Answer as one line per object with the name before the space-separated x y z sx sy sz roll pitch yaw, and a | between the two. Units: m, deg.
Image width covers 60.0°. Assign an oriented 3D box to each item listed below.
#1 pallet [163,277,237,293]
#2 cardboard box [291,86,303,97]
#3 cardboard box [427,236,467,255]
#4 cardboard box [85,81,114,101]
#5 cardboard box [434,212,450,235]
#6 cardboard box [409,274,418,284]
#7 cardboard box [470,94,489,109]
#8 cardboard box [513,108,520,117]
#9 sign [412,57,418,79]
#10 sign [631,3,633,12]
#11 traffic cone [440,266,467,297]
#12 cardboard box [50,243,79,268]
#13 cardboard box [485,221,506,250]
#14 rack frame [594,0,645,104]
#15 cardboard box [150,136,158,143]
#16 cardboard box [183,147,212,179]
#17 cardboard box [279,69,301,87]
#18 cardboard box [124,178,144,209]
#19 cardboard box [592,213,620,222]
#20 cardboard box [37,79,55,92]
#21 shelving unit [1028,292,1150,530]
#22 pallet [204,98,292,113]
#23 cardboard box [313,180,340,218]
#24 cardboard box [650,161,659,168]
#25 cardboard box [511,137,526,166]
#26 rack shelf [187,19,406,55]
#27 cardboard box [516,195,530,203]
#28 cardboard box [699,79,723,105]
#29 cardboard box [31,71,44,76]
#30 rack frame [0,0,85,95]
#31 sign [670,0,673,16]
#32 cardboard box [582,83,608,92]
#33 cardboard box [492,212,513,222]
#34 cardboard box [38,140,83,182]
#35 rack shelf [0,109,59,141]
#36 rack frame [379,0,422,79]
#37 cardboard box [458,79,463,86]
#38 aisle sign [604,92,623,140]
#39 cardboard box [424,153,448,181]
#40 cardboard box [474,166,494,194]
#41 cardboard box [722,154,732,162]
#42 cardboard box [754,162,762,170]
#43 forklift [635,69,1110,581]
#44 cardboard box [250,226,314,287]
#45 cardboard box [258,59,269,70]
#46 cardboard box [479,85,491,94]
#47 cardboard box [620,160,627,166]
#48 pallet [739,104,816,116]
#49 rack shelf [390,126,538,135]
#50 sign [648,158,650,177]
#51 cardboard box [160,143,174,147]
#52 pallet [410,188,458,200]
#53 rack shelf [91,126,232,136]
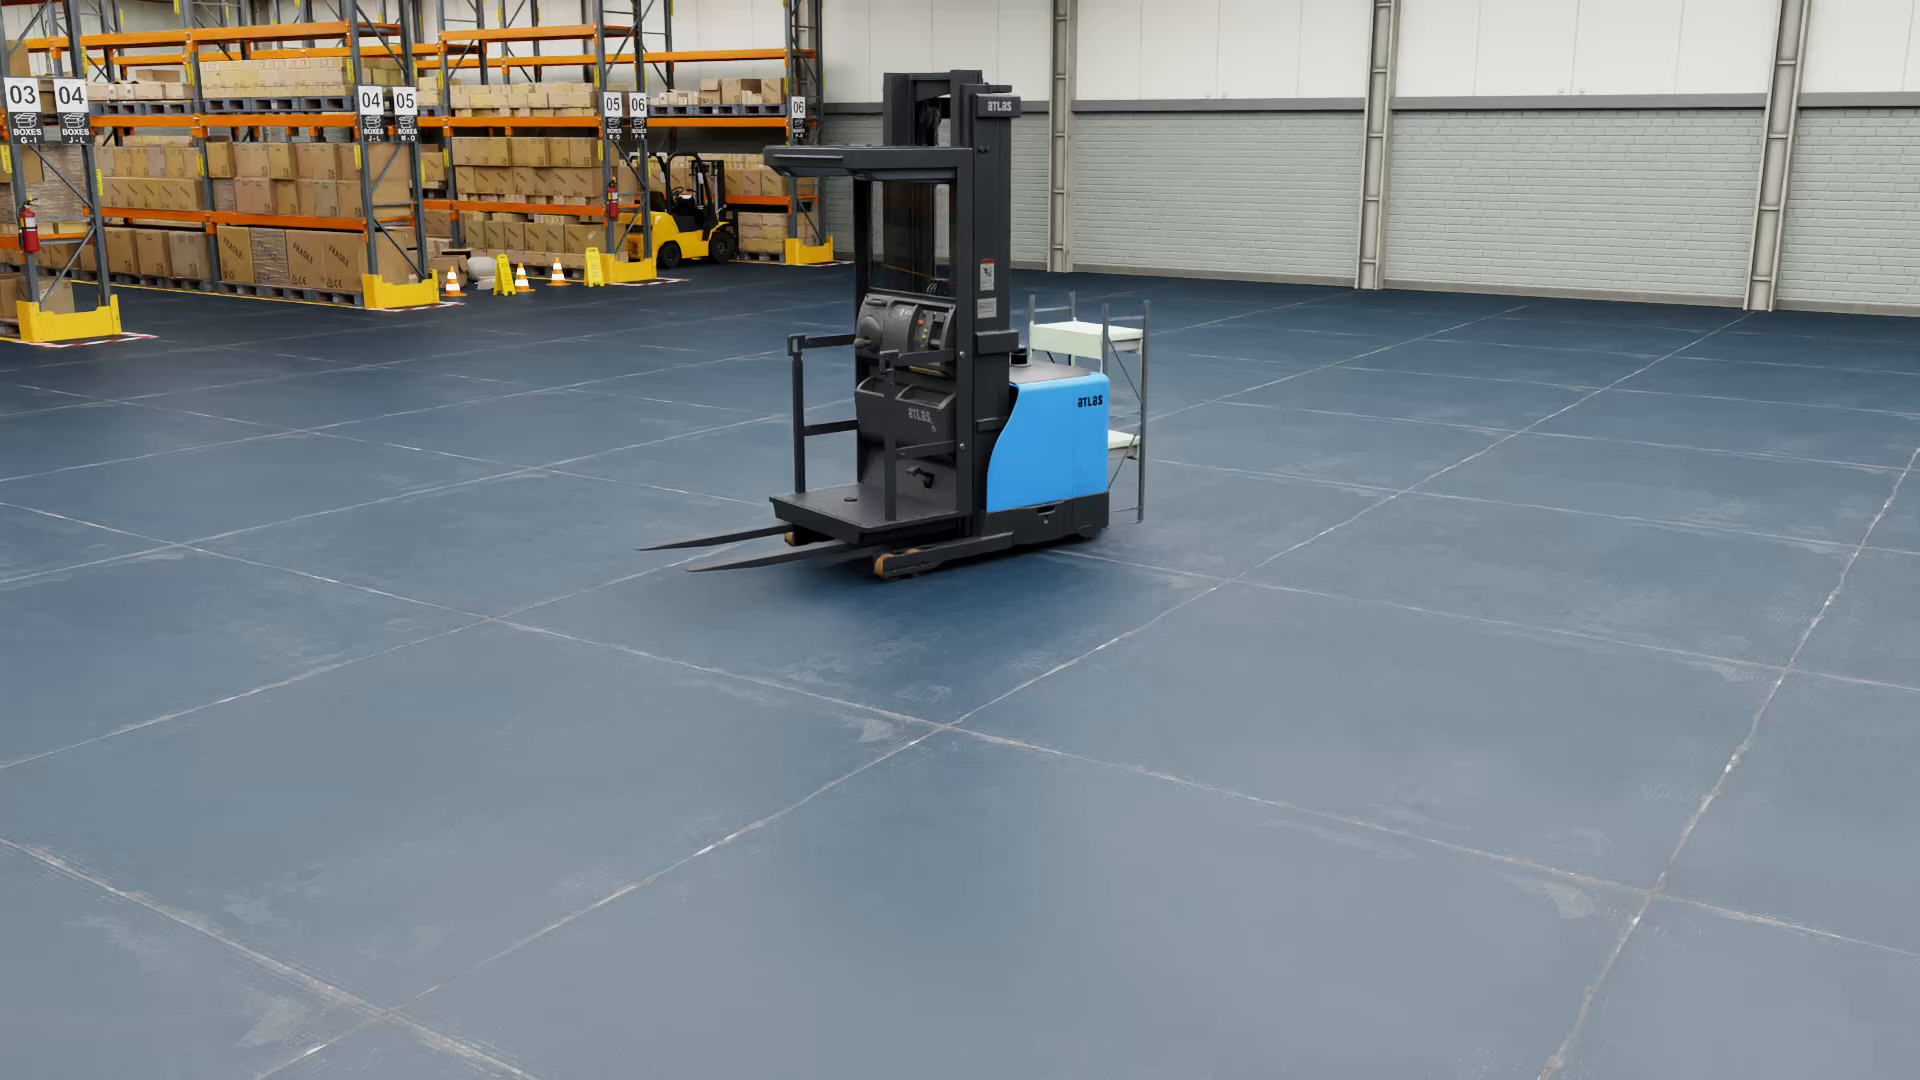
pallet | -12.474 -4.293 27.728 1.213 0.211 1.003 9 17 33
cardboard box | -9.782 -6.722 24.935 0.250 0.149 0.380 9 16 32
cardboard box | -9.549 -5.557 31.625 0.625 0.372 0.950 9 17 34
cardboard box | -14.632 -7.619 28.221 0.500 0.311 0.500 9 17 33
cardboard box | -11.849 -7.366 38.664 0.500 0.500 0.500 9 16 31
cardboard box | -9.337 -4.368 27.917 0.258 0.266 0.396 13 19 42
cardboard box | -8.467 -7.906 29.969 0.500 0.250 0.500 9 17 32
cardboard box | -7.709 -7.595 29.543 0.250 0.149 0.380 9 17 33
sign | -8.157 -7.051 24.838 0.005 0.325 0.100 9 17 33
sign | -6.638 -10.844 33.791 0.005 0.325 0.100 9 17 33
traffic cone | -8.120 -4.145 26.605 0.334 0.463 0.336 9 17 33
cardboard box | -15.802 -5.122 29.599 0.500 0.500 0.500 9 17 33
cardboard box | -8.323 -5.590 30.450 0.500 0.500 0.500 10 17 35
rack frame | -5.793 -8.935 28.190 0.127 3.000 1.000 9 17 33
cardboard box | -17.209 -8.643 35.855 0.250 0.149 0.380 9 16 32
cardboard box | -12.207 -6.158 27.168 0.500 0.500 0.700 9 16 32
cardboard box | -9.865 -6.947 25.012 0.500 0.250 0.500 9 17 32
cardboard box | -13.635 -5.827 27.912 0.500 0.500 0.500 9 17 32
cardboard box | -7.424 -6.774 36.013 0.625 0.625 0.875 9 17 32
cardboard box | -11.424 -5.707 20.873 0.250 0.149 0.380 9 17 32
shelving unit | 0.859 -0.892 11.307 0.431 1.500 0.755 -11 18 -37
pallet | -11.118 -6.860 26.234 1.213 0.211 1.003 9 17 33
cardboard box | -9.274 -5.205 25.296 0.550 0.550 0.875 9 17 33
cardboard box | -6.228 -7.818 34.603 0.250 0.149 0.380 9 16 32
cardboard box | -7.572 -6.938 29.699 0.500 0.500 0.700 9 17 32
rack shelf | -10.132 -7.659 25.366 4.000 0.370 1.077 9 17 33
cardboard box | -7.749 -6.129 29.864 0.250 0.149 0.380 9 17 33
cardboard box | -4.788 -9.026 33.502 0.637 0.503 0.797 10 17 35
cardboard box | -16.025 -8.039 29.014 0.258 0.266 0.396 9 17 33
rack frame | -11.324 -6.959 20.208 0.127 3.000 1.000 9 17 33
sign | -6.015 -11.099 34.659 0.005 0.325 0.100 9 17 33
cardboard box | -6.239 -7.730 28.430 0.250 0.149 0.380 9 17 33
cardboard box | -8.276 -5.877 30.259 0.250 0.149 0.380 10 17 35
cardboard box | -11.628 -4.853 21.278 0.500 0.500 0.500 9 17 33
rack shelf | -12.984 -5.422 21.738 4.000 0.370 1.077 9 17 33
rack frame | -12.984 -11.534 38.691 0.127 3.000 1.000 9 17 33
cardboard box | -9.793 -8.612 31.526 0.500 0.250 0.500 9 16 32
aisle sign | -5.904 -7.218 28.331 0.004 0.787 0.394 9 17 33
cardboard box | -9.624 -6.972 31.045 0.500 0.500 0.500 9 16 32
cardboard box | -8.473 -6.575 30.314 0.500 0.500 0.500 9 17 33
cardboard box | -4.556 -7.678 33.420 0.250 0.149 0.380 10 17 34
cardboard box | -3.880 -7.442 33.087 0.250 0.149 0.380 10 17 34
forklift | -0.501 -1.321 10.058 3.031 2.935 1.130 -11 17 -36
cardboard box | -10.558 -4.513 26.358 0.875 0.875 0.875 9 17 33
cardboard box | -10.416 -7.212 25.252 0.250 0.149 0.380 9 17 33
cardboard box | -8.384 -8.066 29.786 0.250 0.149 0.380 9 17 32
cardboard box | -6.977 -7.945 35.119 0.250 0.149 0.380 9 16 32
pallet | -3.598 -8.526 32.965 1.213 0.211 1.003 9 17 33
rack shelf | -11.324 -9.461 38.054 4.000 0.370 1.077 9 17 33
sign | -5.491 -6.551 29.244 0.005 0.325 0.100 9 17 33
cardboard box | -16.713 -8.244 35.594 0.500 0.500 0.500 9 16 32
pallet | -9.665 -6.598 31.632 1.213 0.211 1.003 9 17 33
rack shelf | -17.410 -9.007 36.221 4.000 0.370 1.077 9 17 33
